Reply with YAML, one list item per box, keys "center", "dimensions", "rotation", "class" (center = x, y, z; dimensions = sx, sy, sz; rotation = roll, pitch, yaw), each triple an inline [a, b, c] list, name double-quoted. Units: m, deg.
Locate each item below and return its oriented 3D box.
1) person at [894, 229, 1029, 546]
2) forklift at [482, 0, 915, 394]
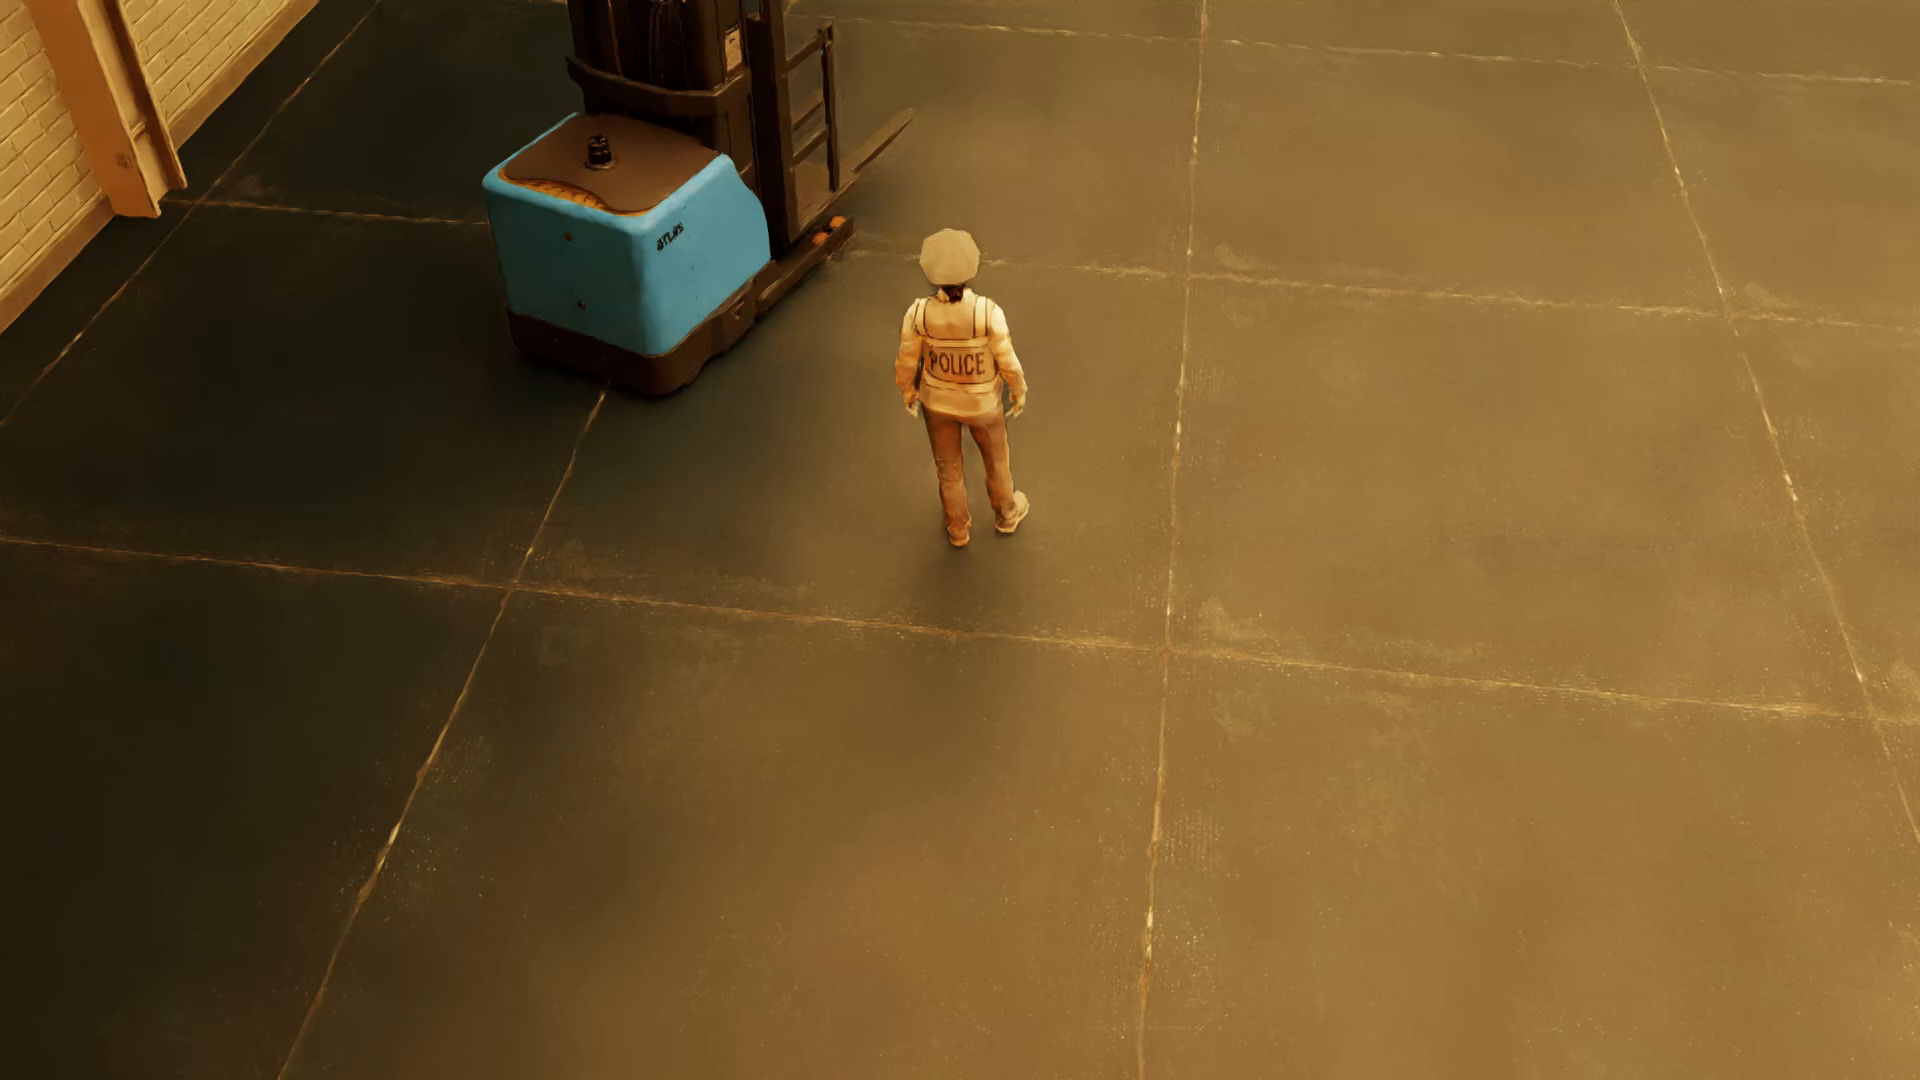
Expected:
- center: [0.016, -0.674, 7.361]
  dimensions: [0.586, 1.695, 0.532]
  rotation: [5, 43, 6]
  class: "person"
- center: [-1.279, -2.826, 8.800]
  dimensions: [1.130, 2.935, 3.031]
  rotation: [19, 46, 20]
  class: "forklift"
